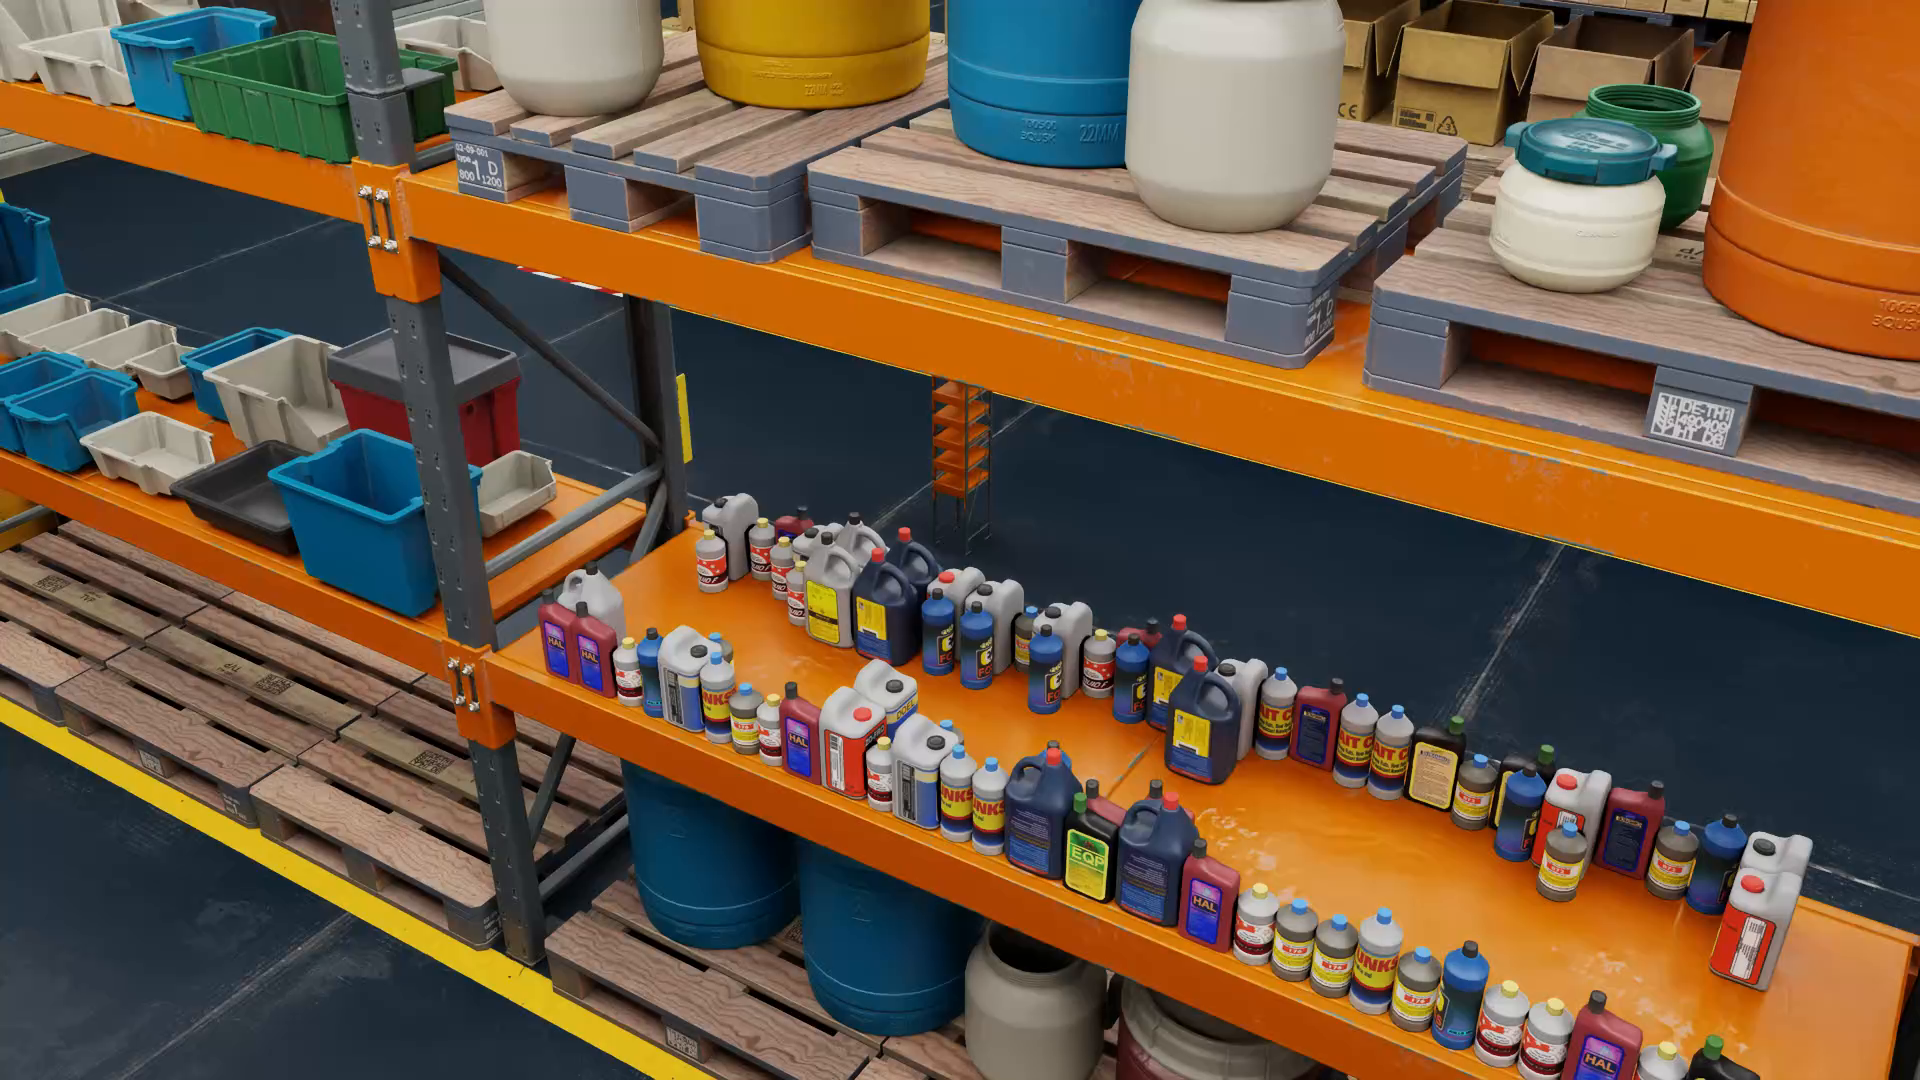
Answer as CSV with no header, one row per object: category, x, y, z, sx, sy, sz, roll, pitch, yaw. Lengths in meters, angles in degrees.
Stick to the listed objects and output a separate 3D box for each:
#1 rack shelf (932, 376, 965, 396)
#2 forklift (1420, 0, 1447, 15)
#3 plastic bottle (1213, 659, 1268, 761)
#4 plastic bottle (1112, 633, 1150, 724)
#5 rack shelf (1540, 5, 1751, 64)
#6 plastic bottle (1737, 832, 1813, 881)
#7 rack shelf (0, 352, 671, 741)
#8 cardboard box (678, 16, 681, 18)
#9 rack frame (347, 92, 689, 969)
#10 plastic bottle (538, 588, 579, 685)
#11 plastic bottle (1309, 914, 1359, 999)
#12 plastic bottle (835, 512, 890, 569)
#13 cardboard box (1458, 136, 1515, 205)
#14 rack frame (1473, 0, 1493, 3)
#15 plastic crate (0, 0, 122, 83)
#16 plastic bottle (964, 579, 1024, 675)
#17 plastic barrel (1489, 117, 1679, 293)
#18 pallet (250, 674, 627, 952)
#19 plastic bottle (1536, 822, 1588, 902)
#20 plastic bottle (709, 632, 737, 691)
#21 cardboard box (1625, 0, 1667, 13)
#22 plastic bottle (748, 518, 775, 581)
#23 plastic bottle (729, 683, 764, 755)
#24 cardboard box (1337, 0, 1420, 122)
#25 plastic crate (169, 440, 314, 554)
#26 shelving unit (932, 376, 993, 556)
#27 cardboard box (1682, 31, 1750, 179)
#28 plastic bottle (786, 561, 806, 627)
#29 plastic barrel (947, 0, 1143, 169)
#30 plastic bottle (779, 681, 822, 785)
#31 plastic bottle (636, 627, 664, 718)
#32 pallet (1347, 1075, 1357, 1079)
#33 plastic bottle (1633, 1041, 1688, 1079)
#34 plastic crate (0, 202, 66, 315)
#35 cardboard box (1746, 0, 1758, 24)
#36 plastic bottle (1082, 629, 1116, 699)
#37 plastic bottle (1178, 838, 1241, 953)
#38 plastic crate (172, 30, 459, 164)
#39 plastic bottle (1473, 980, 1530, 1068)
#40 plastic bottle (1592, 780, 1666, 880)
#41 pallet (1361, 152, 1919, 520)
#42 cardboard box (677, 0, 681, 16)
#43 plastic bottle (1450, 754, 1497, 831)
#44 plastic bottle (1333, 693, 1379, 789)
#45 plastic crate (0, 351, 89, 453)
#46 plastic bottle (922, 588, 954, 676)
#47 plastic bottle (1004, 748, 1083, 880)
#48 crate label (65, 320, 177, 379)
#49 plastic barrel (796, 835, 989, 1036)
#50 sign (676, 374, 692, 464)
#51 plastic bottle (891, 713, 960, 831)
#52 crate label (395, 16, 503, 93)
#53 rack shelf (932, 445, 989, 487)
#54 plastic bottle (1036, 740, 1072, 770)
rack shelf,0.012,-0.787,7.782,0.180,0.103,0.258,18,35,27
forklift,3.157,-3.121,10.690,3.031,2.935,1.130,16,34,25
plastic bottle,0.762,0.451,4.624,0.135,0.276,0.152,18,35,27
plastic bottle,0.489,0.386,4.739,0.097,0.271,0.097,0,30,0
rack shelf,5.792,-3.406,11.826,4.000,0.370,1.077,18,35,27
plastic bottle,1.936,0.822,3.987,0.135,0.276,0.152,18,35,27
rack shelf,-2.951,-0.274,6.457,4.000,0.370,1.077,18,35,27
cardboard box,-1.460,-3.282,10.752,0.500,0.250,0.500,17,34,27
rack frame,-1.257,-0.049,5.358,0.127,3.000,1.000,18,35,27
plastic bottle,-1.173,0.282,4.906,0.133,0.283,0.061,18,35,27
plastic bottle,0.866,0.951,3.840,0.097,0.201,0.097,0,30,0
plastic bottle,-0.305,0.079,5.187,0.185,0.351,0.144,18,35,27
cardboard box,2.483,-1.708,8.101,0.500,0.500,0.500,17,34,26
rack frame,4.099,-4.253,12.563,0.127,3.000,1.000,18,35,27
plastic crate,-2.932,-1.640,5.225,0.530,0.282,0.437,18,35,27
plastic bottle,0.099,0.241,4.983,0.135,0.276,0.152,18,35,27
plastic barrel,1.145,-0.620,3.079,0.301,0.262,0.301,0,30,0
pallet,-1.901,0.975,6.369,1.213,0.211,1.003,18,35,27
plastic bottle,1.494,0.789,4.119,0.097,0.201,0.097,0,30,0
plastic bottle,-0.707,0.363,4.848,0.097,0.201,0.097,0,30,0
cardboard box,4.847,-3.816,11.647,0.250,0.149,0.380,18,35,28
plastic bottle,-0.639,0.024,5.430,0.097,0.201,0.097,0,30,0
plastic bottle,-0.592,0.490,4.630,0.097,0.201,0.097,0,30,0
cardboard box,1.921,-2.472,8.416,0.637,0.503,0.797,17,34,26
plastic crate,-2.348,-0.141,5.729,0.590,0.125,0.437,18,35,27
shelving unit,0.012,-0.514,7.941,0.189,1.200,0.258,18,35,27
cardboard box,3.603,-1.947,7.515,0.637,0.503,0.797,18,35,28
plastic bottle,-0.493,0.160,5.196,0.097,0.201,0.097,0,30,0
plastic barrel,0.270,-1.351,3.698,0.708,0.901,0.600,18,35,27
plastic bottle,-0.421,0.519,4.499,0.133,0.283,0.061,18,35,27
plastic bottle,-0.870,0.372,4.764,0.097,0.271,0.097,0,30,0
pallet,1.441,2.033,4.555,1.213,0.211,1.003,18,35,27
plastic bottle,1.473,1.143,3.511,0.097,0.201,0.097,0,30,0
plastic crate,-4.262,-1.152,7.153,0.499,0.435,0.616,18,35,27
cardboard box,5.508,-3.608,11.290,0.250,0.149,0.380,16,34,25
plastic bottle,0.408,0.355,4.862,0.097,0.201,0.097,0,30,0
plastic bottle,0.593,0.840,3.949,0.133,0.283,0.061,18,35,27
plastic crate,-1.777,-1.238,4.628,0.662,0.188,0.450,18,35,27
plastic bottle,1.195,1.055,3.661,0.097,0.201,0.097,0,30,0
plastic bottle,1.682,0.711,4.170,0.133,0.283,0.061,18,35,27
pallet,1.535,-0.438,3.235,1.213,0.211,1.003,18,35,27
cardboard box,-1.459,-3.604,10.560,0.500,0.500,0.500,18,35,28
plastic bottle,1.348,0.652,4.353,0.097,0.201,0.097,0,30,0
plastic bottle,1.070,0.534,4.486,0.097,0.271,0.097,0,30,0
plastic crate,-3.496,-0.515,6.263,0.300,0.233,0.416,18,35,27
plastic bottle,-0.065,0.265,4.946,0.097,0.271,0.097,0,30,0
plastic bottle,0.211,0.666,4.181,0.185,0.351,0.144,18,35,27
crate label,-3.371,-0.744,6.750,0.243,0.136,0.396,18,35,27
plastic barrel,-0.206,1.019,5.193,0.708,0.901,0.600,18,35,27
sign,-0.963,-0.403,5.689,0.005,0.325,0.100,18,35,27
plastic bottle,-0.087,0.601,4.366,0.135,0.276,0.152,18,35,27
crate label,-1.518,-1.485,5.104,0.466,0.136,0.293,18,35,27
rack shelf,0.012,-0.372,8.024,0.180,0.103,0.258,18,35,27
plastic bottle,0.238,0.637,4.310,0.097,0.271,0.097,0,30,0
